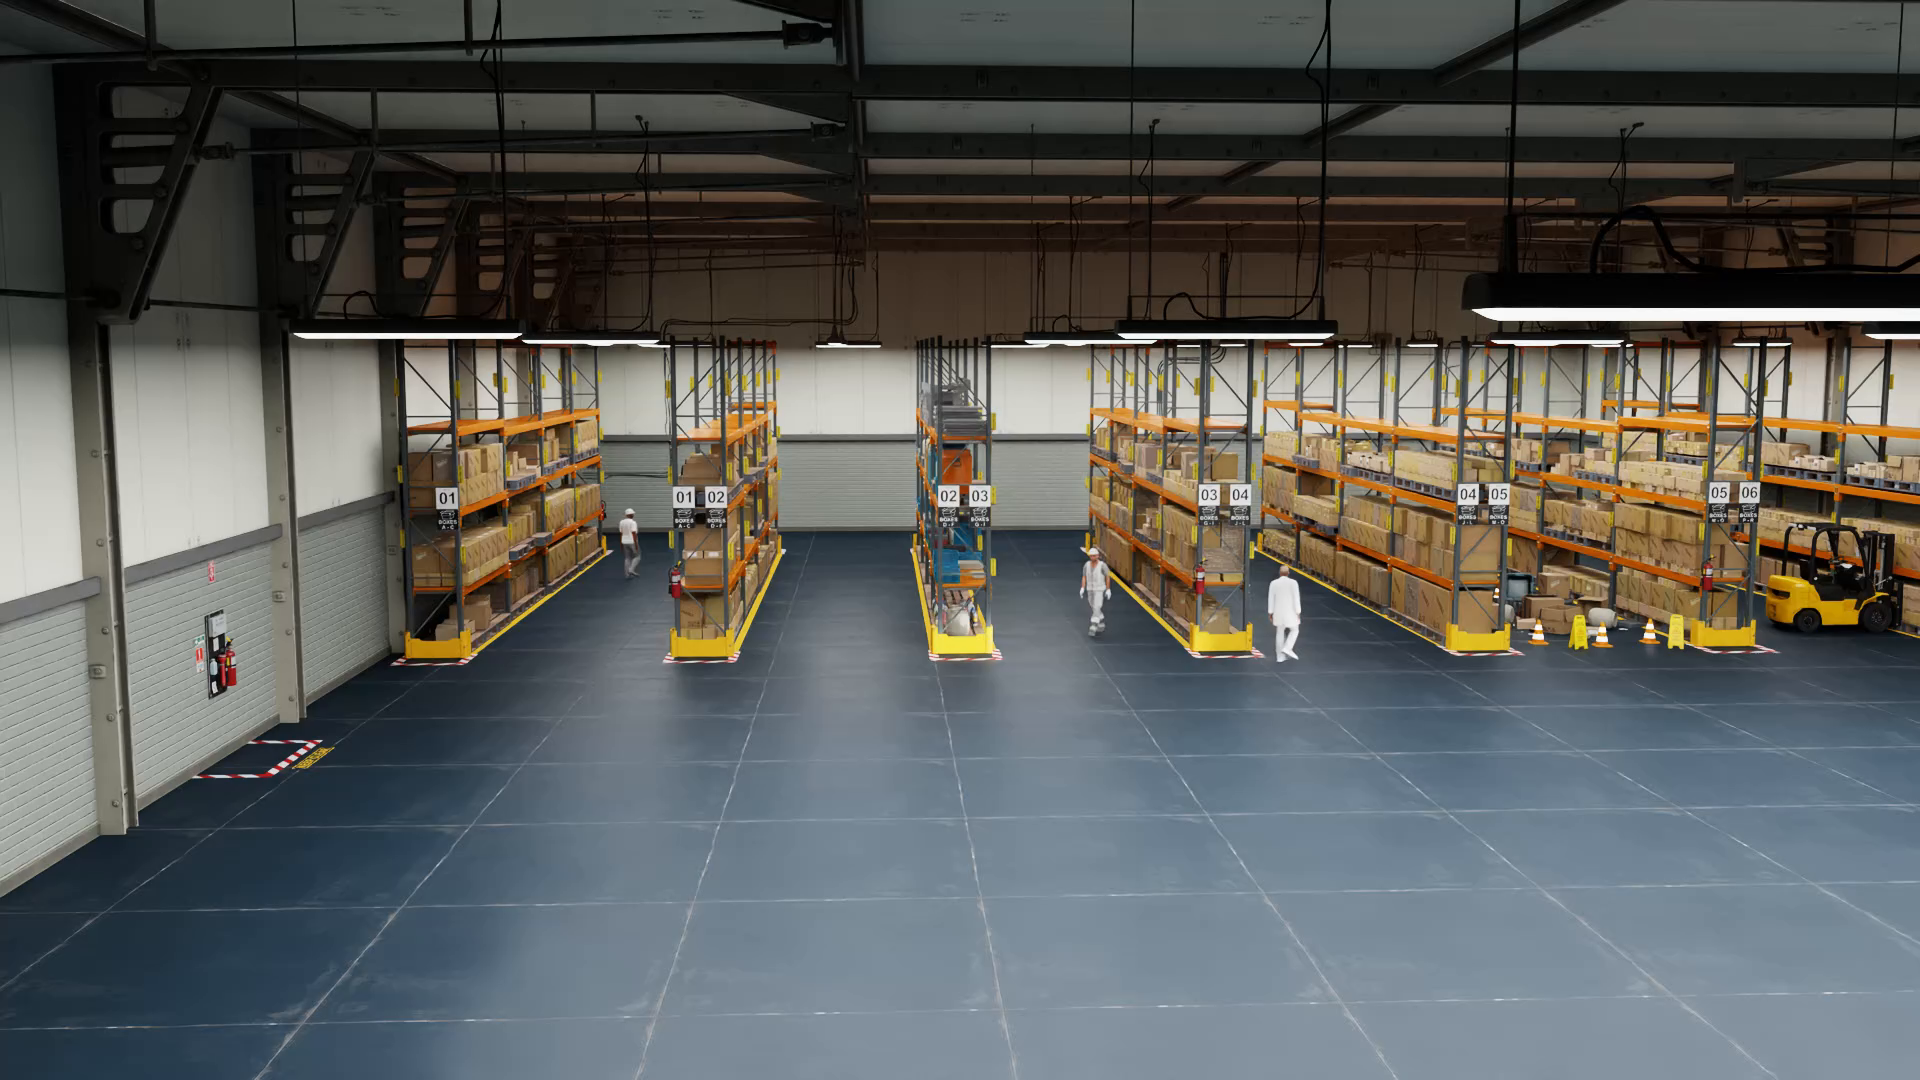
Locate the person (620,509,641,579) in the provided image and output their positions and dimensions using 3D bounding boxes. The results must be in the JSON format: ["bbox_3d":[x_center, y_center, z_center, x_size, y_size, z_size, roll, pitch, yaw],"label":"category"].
[{"bbox_3d":[-8.333,0.089,41.892,0.597,1.753,0.512,3,7,23],"label":"person"}]

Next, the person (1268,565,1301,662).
[{"bbox_3d":[5.987,1.355,30.670,0.622,1.770,0.538,4,7,29],"label":"person"}]

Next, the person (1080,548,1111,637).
[{"bbox_3d":[2.699,1.028,33.476,0.564,1.738,0.954,5,8,37],"label":"person"}]
